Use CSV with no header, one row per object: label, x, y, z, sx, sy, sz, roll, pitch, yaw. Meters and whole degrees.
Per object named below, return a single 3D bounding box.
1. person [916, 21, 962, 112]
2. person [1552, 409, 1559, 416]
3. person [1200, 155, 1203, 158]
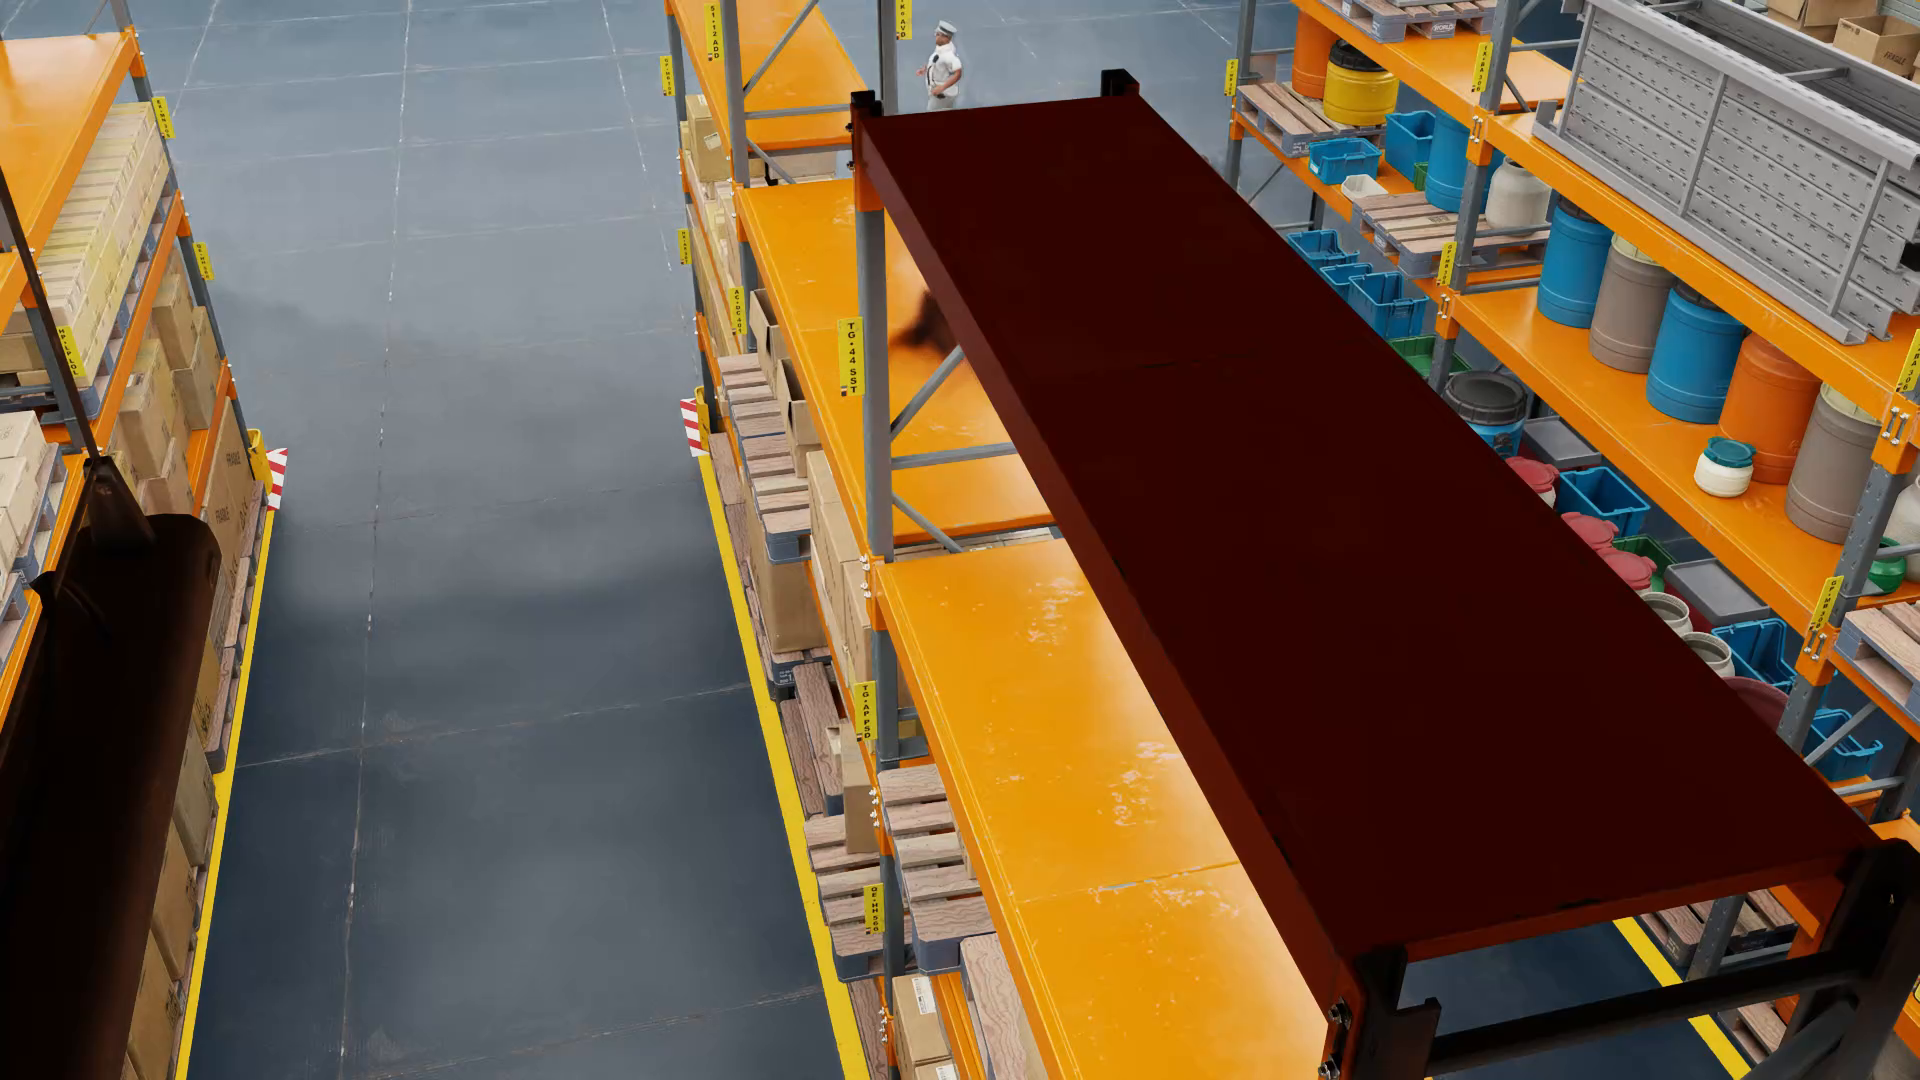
person,-0.201,-5.558,20.629,0.945,1.754,0.665,1,34,2
person,5.197,-0.971,14.015,0.672,1.760,0.855,-12,36,-17
person,2.448,-3.313,17.501,0.531,1.621,0.605,6,35,9
